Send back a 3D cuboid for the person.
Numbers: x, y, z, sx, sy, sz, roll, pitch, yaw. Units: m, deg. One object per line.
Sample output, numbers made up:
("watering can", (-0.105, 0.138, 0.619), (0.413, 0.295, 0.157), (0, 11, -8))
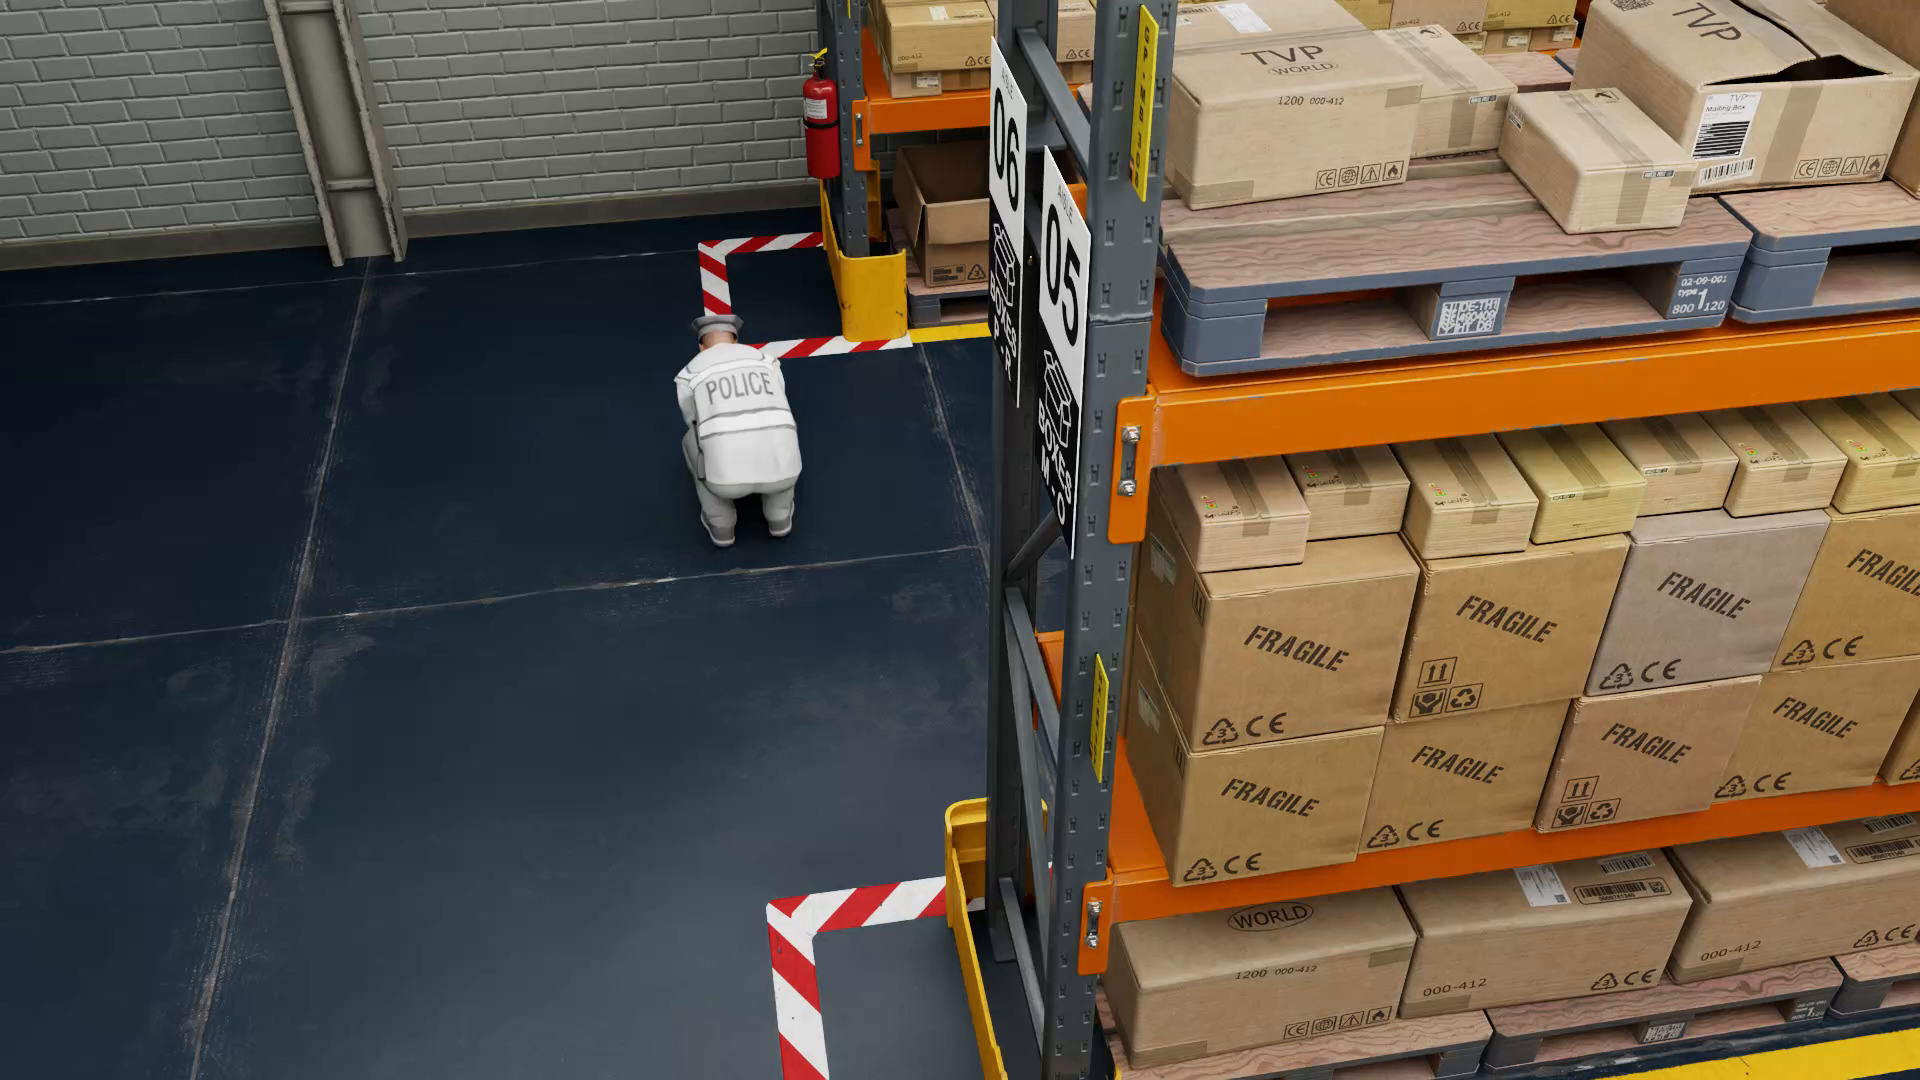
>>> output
("person", (-0.997, -0.470, 7.539), (0.529, 0.877, 1.000), (-7, 39, -9))
